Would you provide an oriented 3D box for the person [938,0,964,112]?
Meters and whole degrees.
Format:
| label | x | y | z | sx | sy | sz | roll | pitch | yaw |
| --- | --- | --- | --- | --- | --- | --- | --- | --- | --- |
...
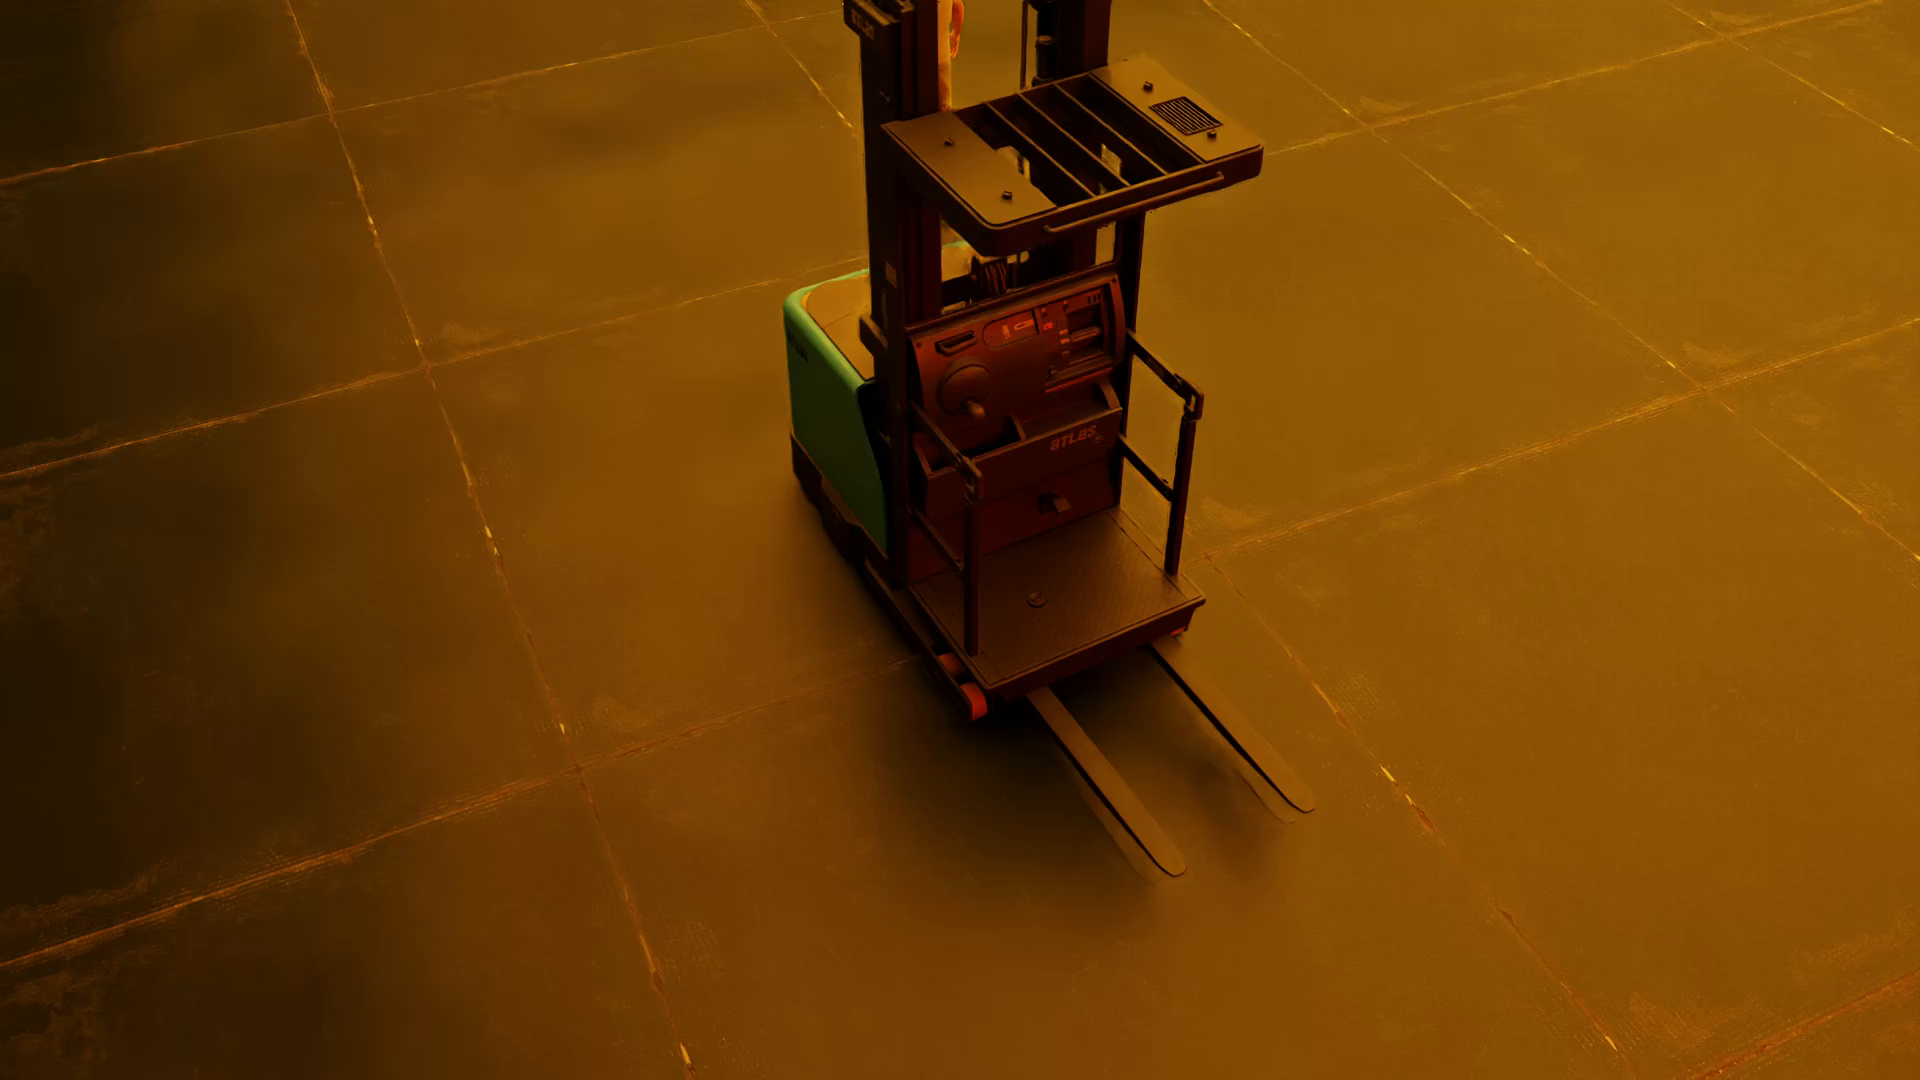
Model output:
| label | x | y | z | sx | sy | sz | roll | pitch | yaw |
| --- | --- | --- | --- | --- | --- | --- | --- | --- | --- |
| person | -0.246 | -2.842 | 9.635 | 0.549 | 1.676 | 0.534 | -18 | 46 | -19 |

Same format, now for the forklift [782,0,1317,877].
| label | x | y | z | sx | sy | sz | roll | pitch | yaw |
| --- | --- | --- | --- | --- | --- | --- | --- | --- | --- |
| forklift | 0.346 | -0.671 | 6.399 | 1.130 | 2.935 | 3.031 | -21 | 47 | -21 |
